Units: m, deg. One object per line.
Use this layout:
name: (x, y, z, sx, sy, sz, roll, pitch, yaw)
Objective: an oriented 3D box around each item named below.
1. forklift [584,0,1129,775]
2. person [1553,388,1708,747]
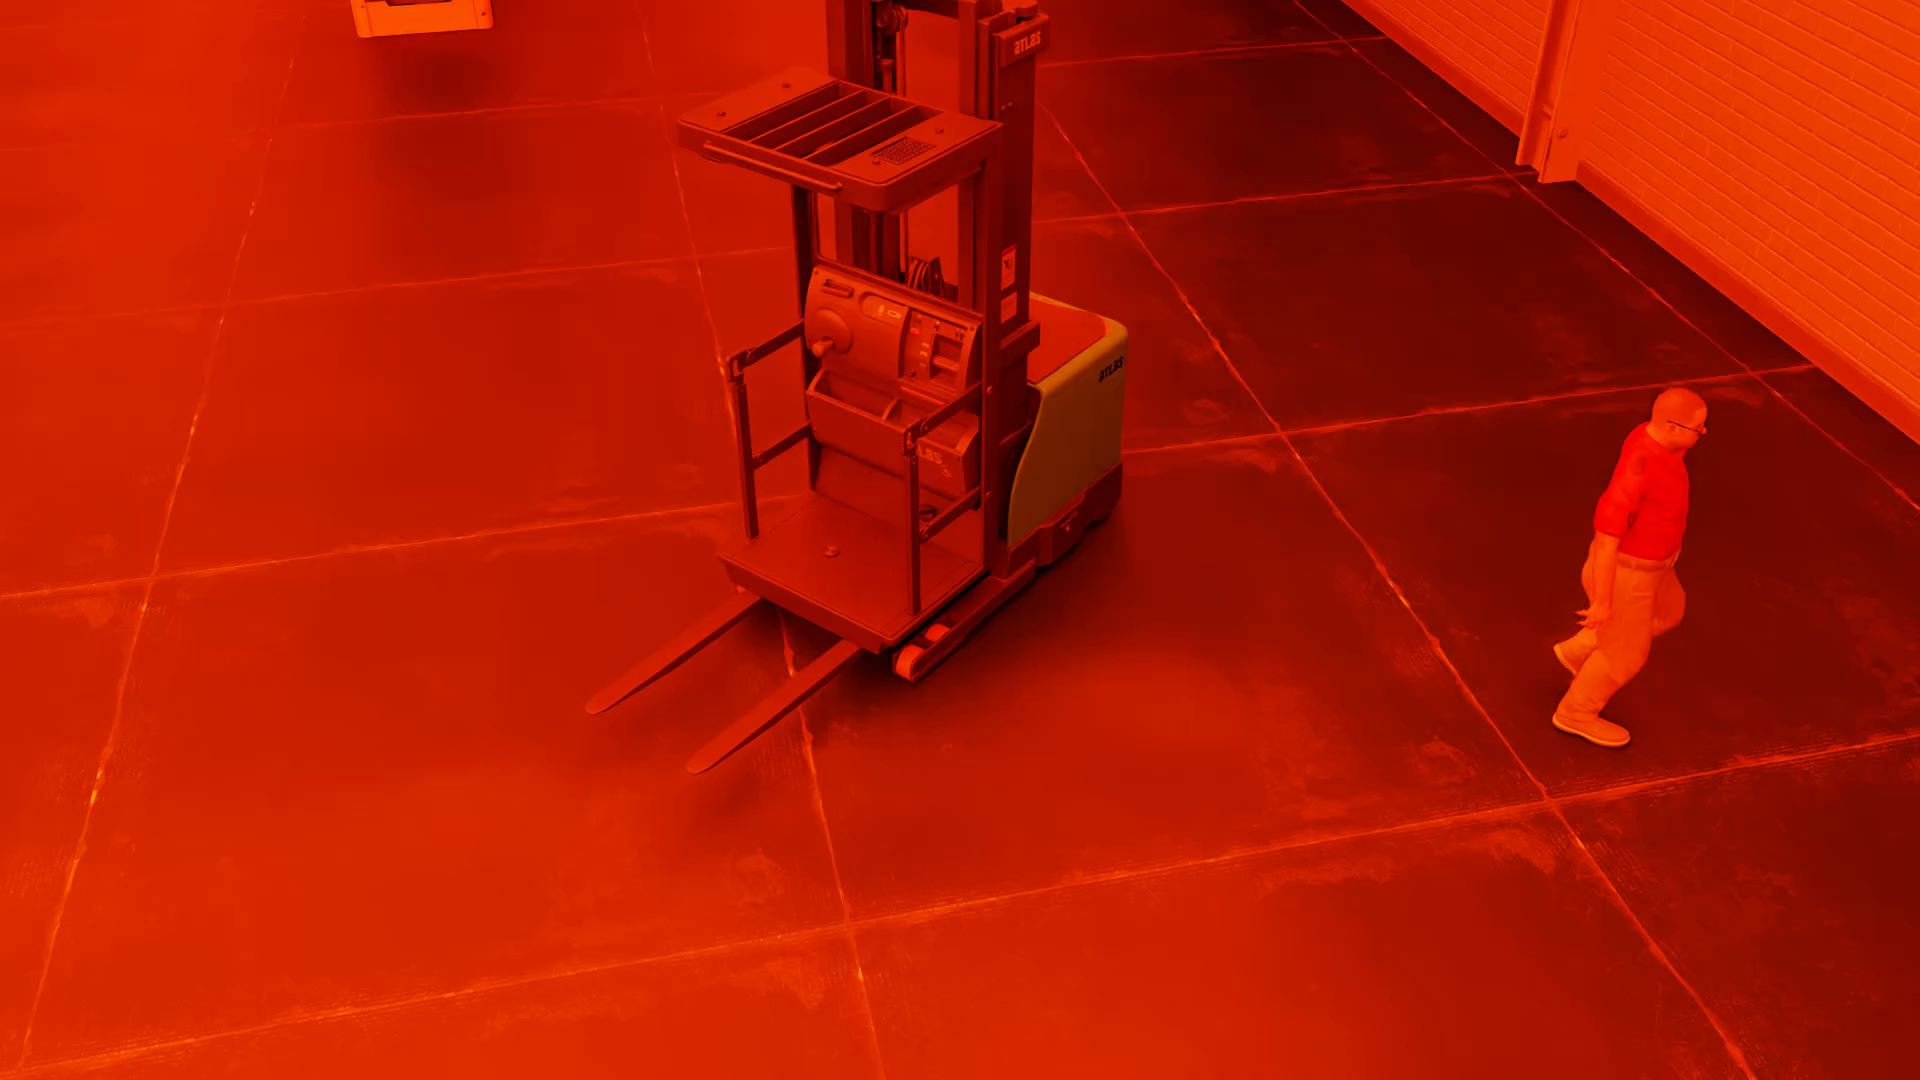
forklift: (-0.442, -0.866, 7.253, 1.130, 2.935, 3.031, 24, 42, 29)
person: (2.831, 0.113, 6.943, 0.477, 1.708, 0.699, 15, 38, 20)
